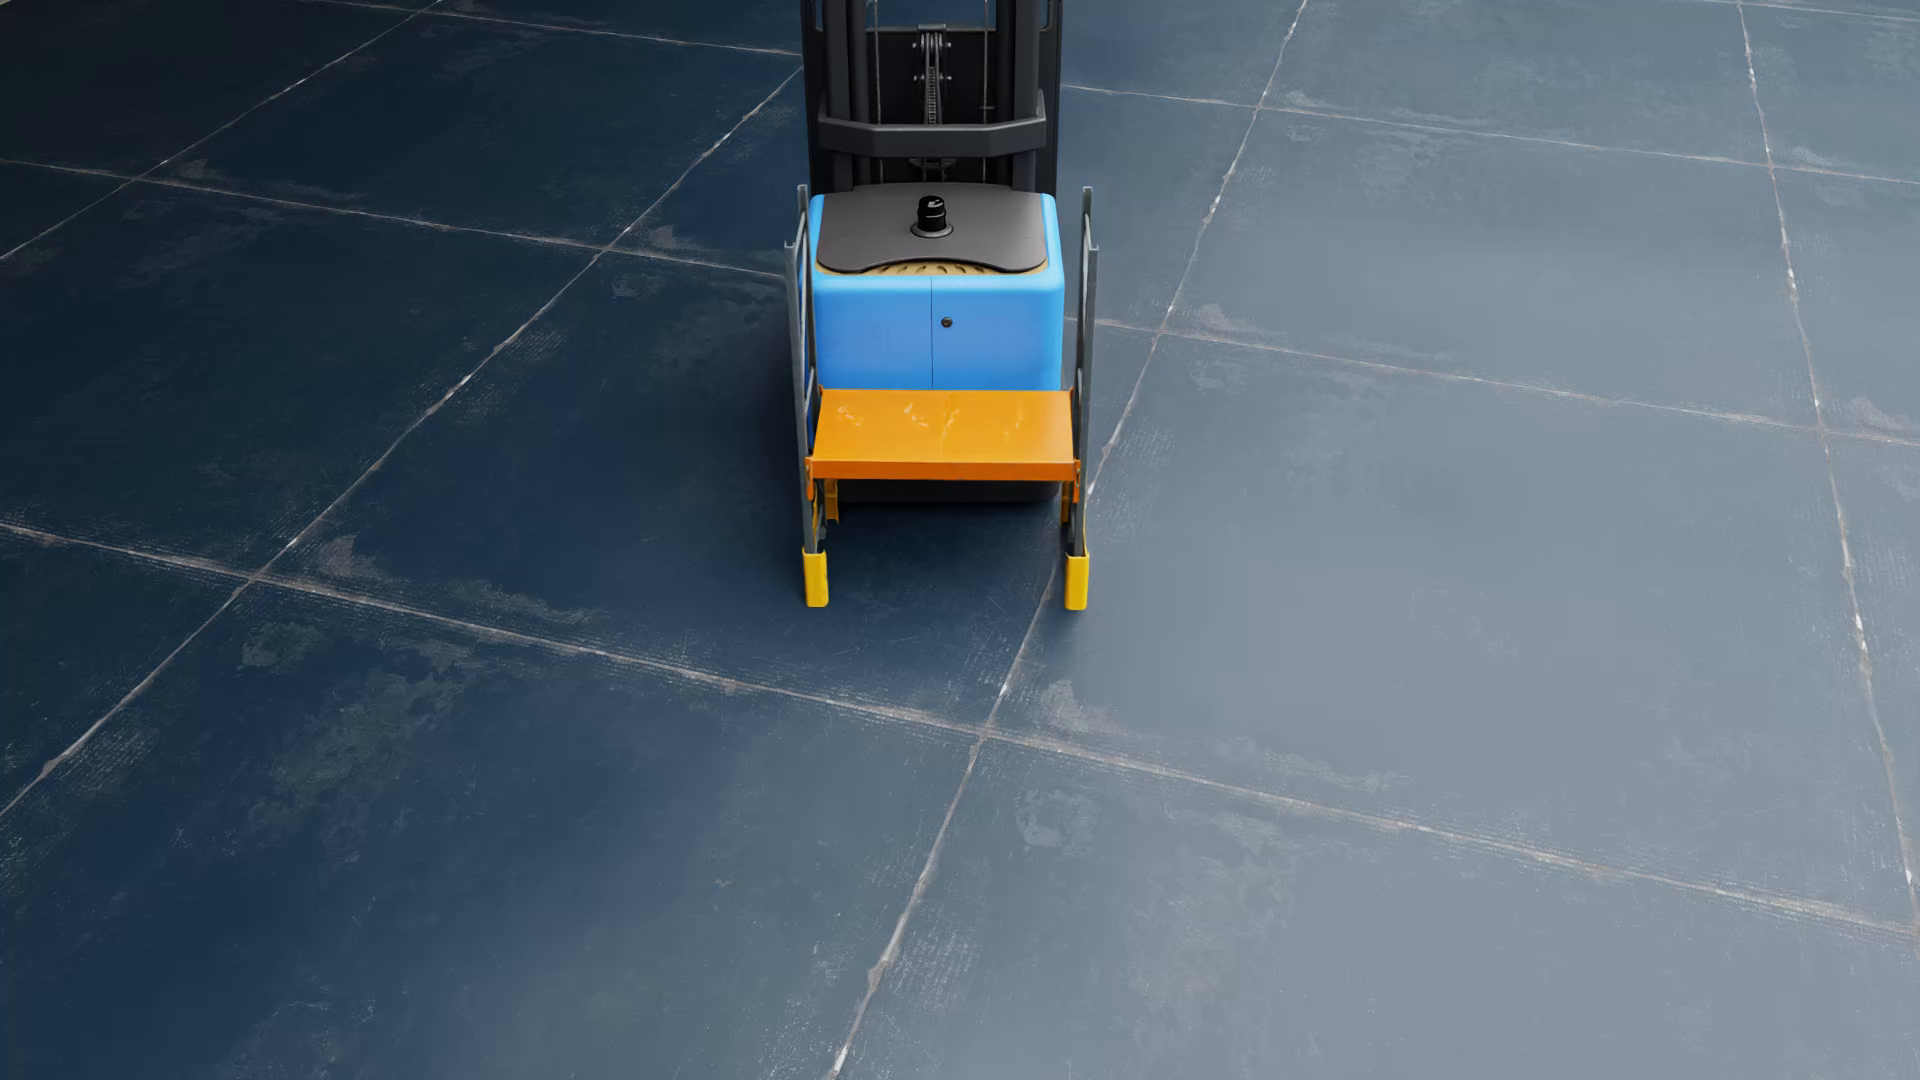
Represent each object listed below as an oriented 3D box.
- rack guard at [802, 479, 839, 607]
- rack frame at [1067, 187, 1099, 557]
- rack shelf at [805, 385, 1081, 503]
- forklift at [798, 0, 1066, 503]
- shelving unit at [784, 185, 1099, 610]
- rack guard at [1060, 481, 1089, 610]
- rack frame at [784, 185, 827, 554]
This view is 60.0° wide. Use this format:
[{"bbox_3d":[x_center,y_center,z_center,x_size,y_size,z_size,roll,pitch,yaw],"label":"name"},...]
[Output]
[{"bbox_3d":[-0.547,-0.015,6.560,0.087,0.250,0.587,1,36,1],"label":"rack guard"},{"bbox_3d":[0.450,-0.508,6.175,0.032,1.500,0.500,1,36,1],"label":"rack frame"},{"bbox_3d":[-0.059,-0.368,6.289,1.000,0.185,0.538,1,36,1],"label":"rack shelf"},{"bbox_3d":[-0.118,-2.175,7.232,1.130,2.935,3.031,0,36,0],"label":"forklift"},{"bbox_3d":[-0.050,-0.513,6.182,1.083,1.500,0.587,1,36,1],"label":"shelving unit"},{"bbox_3d":[0.448,-0.005,6.545,0.087,0.250,0.587,1,36,1],"label":"rack guard"},{"bbox_3d":[-0.567,-0.519,6.190,0.032,1.500,0.500,1,36,1],"label":"rack frame"}]
